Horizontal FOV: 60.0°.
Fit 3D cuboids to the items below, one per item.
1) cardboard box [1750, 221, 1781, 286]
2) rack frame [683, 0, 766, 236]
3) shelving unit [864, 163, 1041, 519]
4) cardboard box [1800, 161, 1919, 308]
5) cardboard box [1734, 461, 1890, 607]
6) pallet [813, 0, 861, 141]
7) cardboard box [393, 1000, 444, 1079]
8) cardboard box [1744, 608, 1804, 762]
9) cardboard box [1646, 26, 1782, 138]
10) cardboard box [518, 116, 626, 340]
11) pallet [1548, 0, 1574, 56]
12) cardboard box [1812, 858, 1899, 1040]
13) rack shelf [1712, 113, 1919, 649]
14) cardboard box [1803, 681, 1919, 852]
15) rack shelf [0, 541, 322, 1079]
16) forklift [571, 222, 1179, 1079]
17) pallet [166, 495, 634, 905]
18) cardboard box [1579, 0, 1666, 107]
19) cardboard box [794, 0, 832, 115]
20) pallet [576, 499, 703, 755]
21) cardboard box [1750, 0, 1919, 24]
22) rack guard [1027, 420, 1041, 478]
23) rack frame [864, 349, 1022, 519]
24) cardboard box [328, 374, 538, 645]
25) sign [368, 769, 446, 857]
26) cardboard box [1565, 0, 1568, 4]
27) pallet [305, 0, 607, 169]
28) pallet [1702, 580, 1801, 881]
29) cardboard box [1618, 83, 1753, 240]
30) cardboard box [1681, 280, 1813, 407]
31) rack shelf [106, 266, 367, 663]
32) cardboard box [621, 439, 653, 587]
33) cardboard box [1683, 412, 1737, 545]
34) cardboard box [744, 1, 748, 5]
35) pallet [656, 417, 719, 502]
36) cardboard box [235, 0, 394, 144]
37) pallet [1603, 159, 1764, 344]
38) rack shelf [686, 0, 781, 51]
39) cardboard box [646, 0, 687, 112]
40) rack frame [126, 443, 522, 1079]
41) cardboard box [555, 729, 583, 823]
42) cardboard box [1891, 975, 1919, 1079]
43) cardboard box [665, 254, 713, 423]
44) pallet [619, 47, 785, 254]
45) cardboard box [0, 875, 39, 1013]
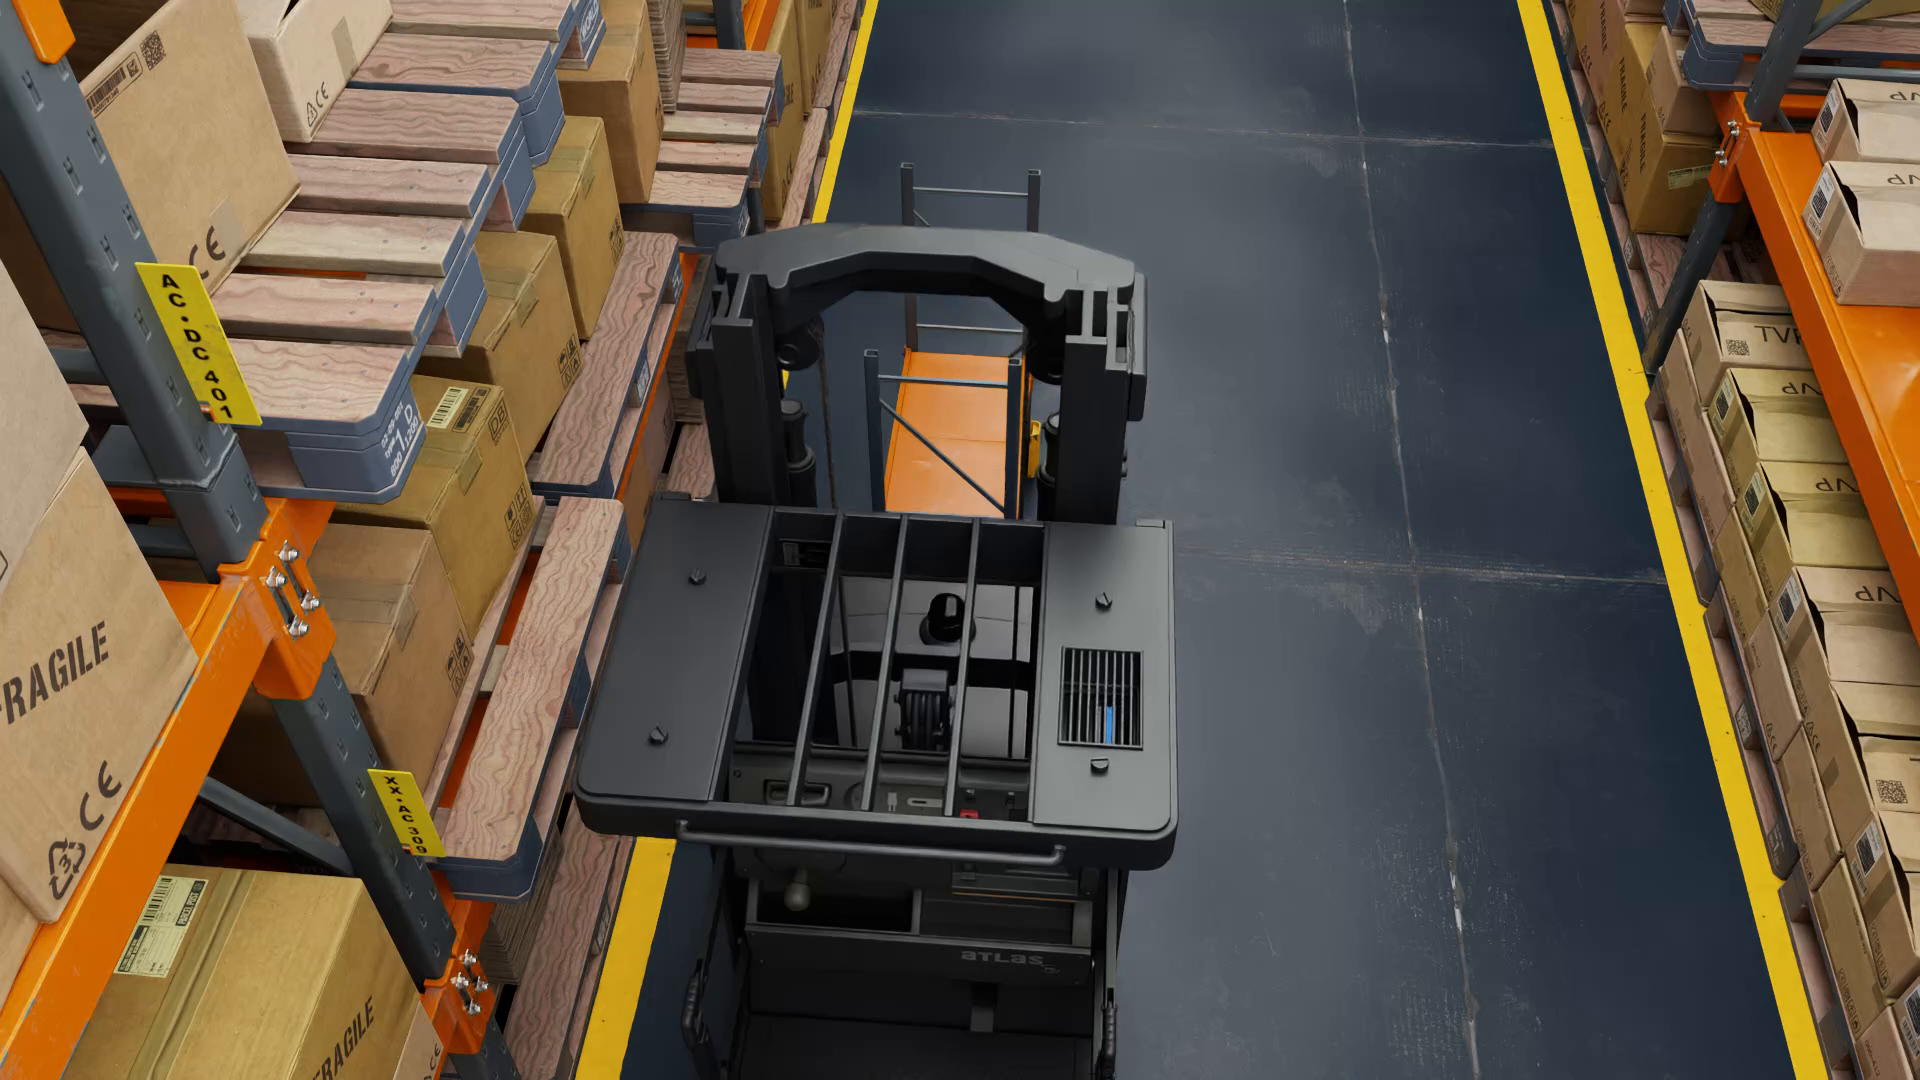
[{"bbox_3d":[3.889,-1.375,7.371,0.500,0.500,0.500,6,48,5],"label":"cardboard box"},{"bbox_3d":[-1.370,-2.086,6.625,1.000,3.000,0.127,4,48,4],"label":"rack frame"},{"bbox_3d":[-0.007,-0.450,6.145,0.587,1.500,1.083,4,48,4],"label":"shelving unit"},{"bbox_3d":[3.289,-1.081,5.766,0.500,0.311,0.500,3,48,3],"label":"cardboard box"},{"bbox_3d":[3.135,-0.032,5.945,0.500,0.311,0.500,3,48,2],"label":"cardboard box"},{"bbox_3d":[-1.110,-2.613,8.997,1.003,0.211,1.213,4,48,4],"label":"pallet"},{"bbox_3d":[-1.476,1.266,3.647,0.500,0.250,0.500,4,48,4],"label":"cardboard box"},{"bbox_3d":[3.090,0.525,5.816,0.500,0.250,0.500,5,48,4],"label":"cardboard box"},{"bbox_3d":[3.416,-2.058,7.487,0.500,0.250,0.500,6,48,5],"label":"cardboard box"},{"bbox_3d":[-1.495,-1.005,5.270,0.700,0.500,0.500,4,48,4],"label":"cardboard box"},{"bbox_3d":[3.891,-3.153,9.491,1.003,0.211,1.213,4,48,4],"label":"pallet"},{"bbox_3d":[2.996,1.275,5.130,0.500,0.250,0.500,3,48,3],"label":"cardboard box"},{"bbox_3d":[3.381,-0.043,5.244,1.077,0.370,4.000,4,48,4],"label":"rack shelf"},{"bbox_3d":[3.039,0.715,5.262,0.500,0.311,0.500,4,48,3],"label":"cardboard box"},{"bbox_3d":[-1.917,1.554,1.751,1.077,0.370,4.000,4,48,4],"label":"rack shelf"},{"bbox_3d":[-0.124,0.846,3.990,1.130,2.935,3.031,3,48,3],"label":"forklift"},{"bbox_3d":[-1.520,0.367,4.512,1.003,0.211,1.213,4,48,4],"label":"pallet"},{"bbox_3d":[3.504,-2.529,8.426,0.500,0.500,0.500,2,48,2],"label":"cardboard box"},{"bbox_3d":[-1.086,-2.677,8.338,0.750,0.750,0.750,4,48,3],"label":"cardboard box"},{"bbox_3d":[-1.557,0.324,6.311,1.003,0.211,1.213,4,48,4],"label":"pallet"},{"bbox_3d":[3.508,-2.401,6.561,0.700,0.500,0.500,-11,48,-10],"label":"cardboard box"},{"bbox_3d":[0.038,-0.394,6.941,0.587,0.250,0.087,4,48,4],"label":"rack guard"},{"bbox_3d":[-0.054,-0.070,5.798,0.500,1.500,0.032,4,48,4],"label":"rack frame"},{"bbox_3d":[-1.596,-0.110,4.452,0.700,0.500,0.500,8,48,8],"label":"cardboard box"},{"bbox_3d":[-1.194,0.592,3.589,0.100,0.325,0.005,4,48,4],"label":"sign"},{"bbox_3d":[3.603,-3.268,9.102,0.500,0.500,0.500,4,48,4],"label":"cardboard box"},{"bbox_3d":[-1.481,-1.304,4.004,1.213,0.211,1.003,4,48,4],"label":"pallet"},{"bbox_3d":[3.336,0.682,5.983,1.003,0.211,1.213,4,48,4],"label":"pallet"},{"bbox_3d":[3.415,-1.763,7.726,0.500,0.500,0.500,6,48,5],"label":"cardboard box"},{"bbox_3d":[3.223,-0.793,6.641,0.500,0.311,0.500,5,48,5],"label":"cardboard box"},{"bbox_3d":[-1.553,-1.385,4.439,1.077,0.370,4.000,4,48,4],"label":"rack shelf"},{"bbox_3d":[-1.564,-0.120,6.223,0.700,0.500,0.500,4,48,3],"label":"cardboard box"},{"bbox_3d":[3.178,-0.234,6.510,0.500,0.250,0.500,3,48,2],"label":"cardboard box"},{"bbox_3d":[-1.078,-2.418,7.086,0.380,0.149,0.250,4,48,4],"label":"cardboard box"},{"bbox_3d":[-1.443,-0.570,7.129,1.003,0.211,1.213,4,48,4],"label":"pallet"},{"bbox_3d":[-1.549,-1.119,3.484,0.500,0.311,0.500,5,48,5],"label":"cardboard box"},{"bbox_3d":[3.669,-1.360,7.851,1.003,0.211,1.213,4,48,4],"label":"pallet"},{"bbox_3d":[-1.188,-3.312,8.234,1.077,0.370,4.000,4,48,4],"label":"rack shelf"},{"bbox_3d":[-1.403,-1.922,6.109,0.700,0.500,0.500,-1,48,-1],"label":"cardboard box"},{"bbox_3d":[-1.735,0.854,3.936,1.000,3.000,0.127,4,48,4],"label":"rack frame"},{"bbox_3d":[-1.687,0.624,5.542,0.700,0.500,0.500,3,48,3],"label":"cardboard box"},{"bbox_3d":[2.950,1.464,4.577,0.500,0.311,0.500,4,48,4],"label":"cardboard box"},{"bbox_3d":[-1.384,-0.858,6.898,0.700,0.500,0.500,4,48,4],"label":"cardboard box"},{"bbox_3d":[-1.329,-1.490,6.210,1.213,0.211,1.003,4,48,4],"label":"pallet"},{"bbox_3d":[-1.593,0.559,2.091,0.500,0.500,0.500,0,48,0],"label":"cardboard box"}]
